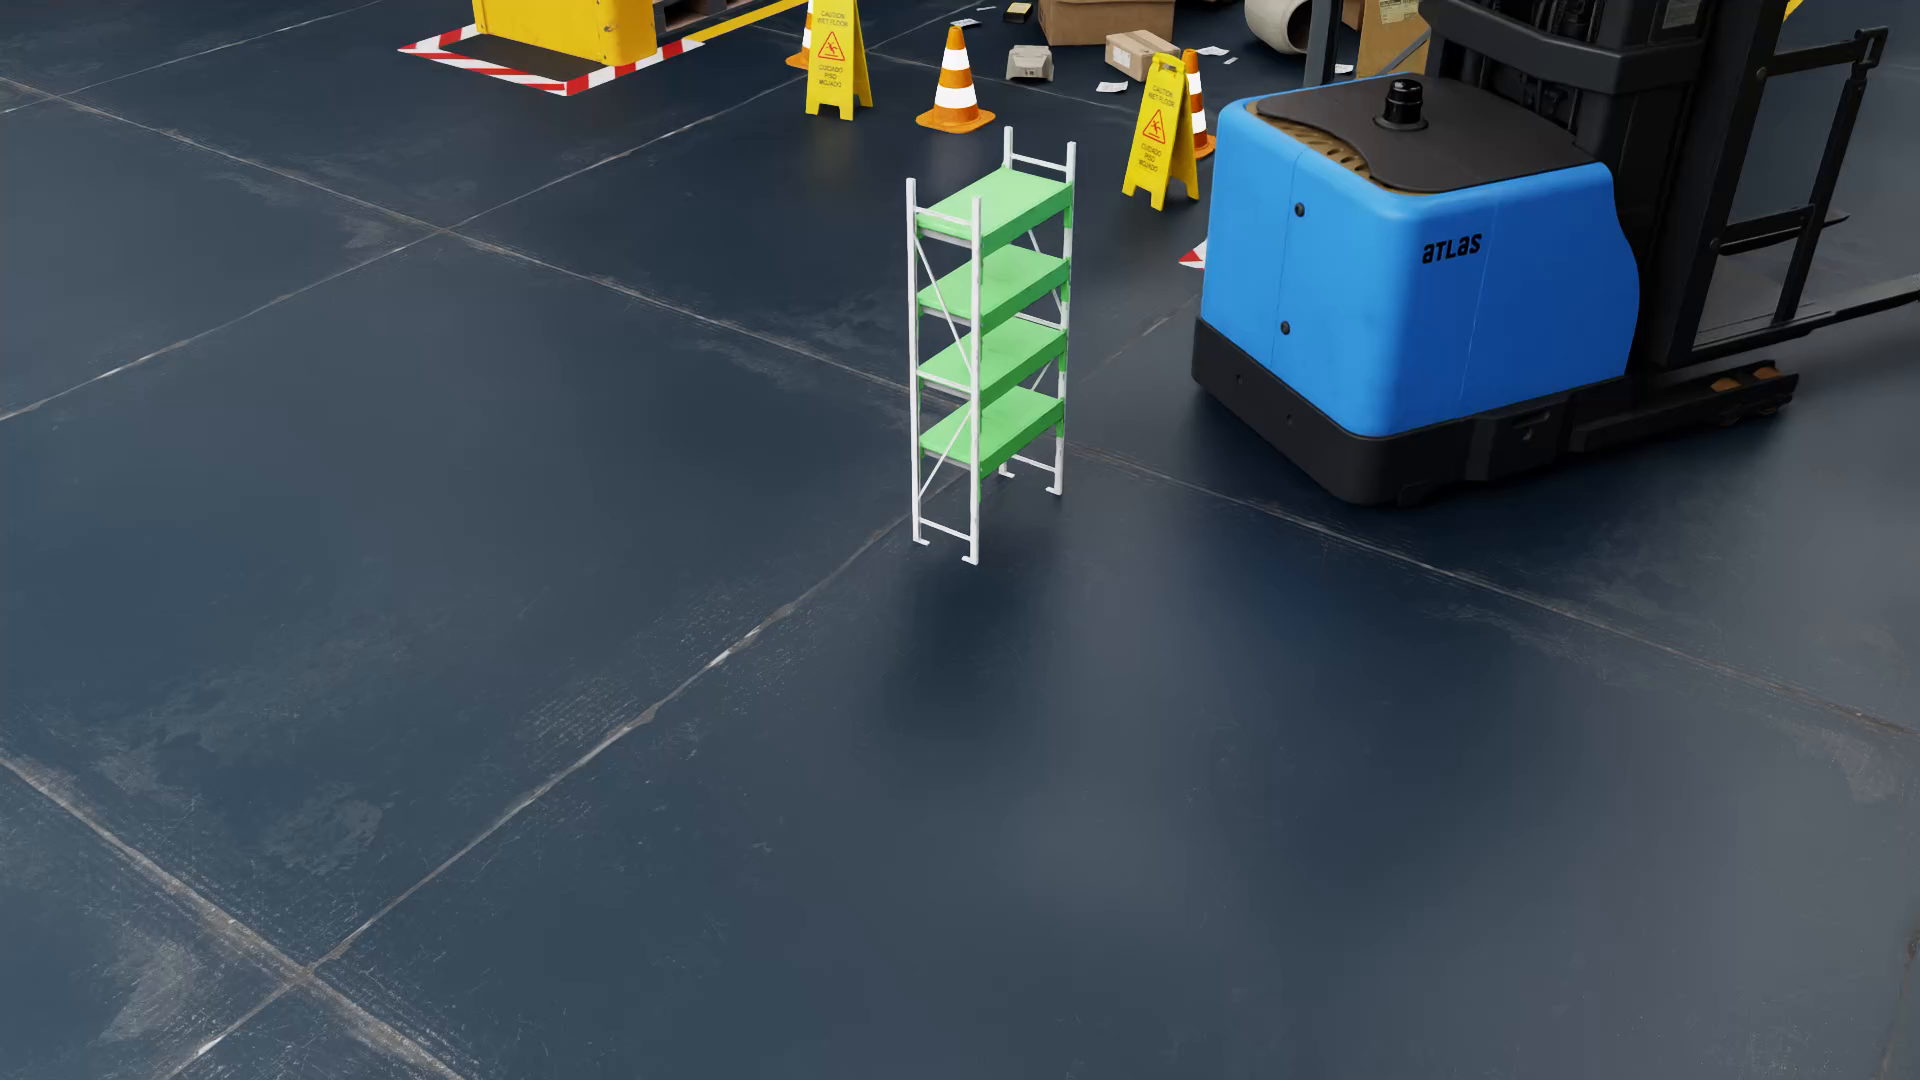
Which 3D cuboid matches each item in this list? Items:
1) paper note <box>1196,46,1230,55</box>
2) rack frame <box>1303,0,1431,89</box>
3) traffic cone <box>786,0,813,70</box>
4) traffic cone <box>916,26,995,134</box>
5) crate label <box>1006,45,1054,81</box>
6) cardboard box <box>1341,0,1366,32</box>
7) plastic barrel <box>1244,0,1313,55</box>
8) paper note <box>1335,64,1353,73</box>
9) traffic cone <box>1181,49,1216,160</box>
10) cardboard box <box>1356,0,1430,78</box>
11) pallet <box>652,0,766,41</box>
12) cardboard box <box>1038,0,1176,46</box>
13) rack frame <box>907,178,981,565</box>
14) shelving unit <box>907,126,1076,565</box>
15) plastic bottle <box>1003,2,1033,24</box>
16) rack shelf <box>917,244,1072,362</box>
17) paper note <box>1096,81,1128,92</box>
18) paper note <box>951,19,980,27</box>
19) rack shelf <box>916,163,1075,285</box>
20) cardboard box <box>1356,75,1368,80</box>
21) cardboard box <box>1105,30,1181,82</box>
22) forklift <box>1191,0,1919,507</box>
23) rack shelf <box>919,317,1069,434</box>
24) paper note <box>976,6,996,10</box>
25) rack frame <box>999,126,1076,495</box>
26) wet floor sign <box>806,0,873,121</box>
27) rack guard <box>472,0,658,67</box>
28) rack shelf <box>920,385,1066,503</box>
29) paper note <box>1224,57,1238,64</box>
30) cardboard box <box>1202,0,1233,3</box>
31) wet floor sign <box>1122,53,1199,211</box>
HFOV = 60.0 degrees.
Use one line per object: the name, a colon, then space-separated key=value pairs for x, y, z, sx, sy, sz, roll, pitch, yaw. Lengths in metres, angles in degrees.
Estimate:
paper note: x=1.410 y=-2.731 z=9.272 sx=0.142 sy=0.019 sz=0.148 roll=-22 pitch=40 yaw=-29
rack frame: x=1.899 y=-2.552 z=6.346 sx=1.000 sy=3.000 sz=0.127 roll=21 pitch=39 yaw=28
traffic cone: x=-0.756 y=-2.826 z=9.017 sx=0.336 sy=0.463 sz=0.334 roll=21 pitch=39 yaw=28
traffic cone: x=-0.021 y=-2.309 z=8.251 sx=0.336 sy=0.463 sz=0.334 roll=21 pitch=39 yaw=28
crate label: x=0.376 y=-2.556 z=8.907 sx=0.250 sy=0.136 sz=0.298 roll=3 pitch=34 yaw=4
cardboard box: x=2.451 y=-3.300 z=9.681 sx=0.500 sy=0.500 sz=0.500 roll=-9 pitch=35 yaw=-13
plastic barrel: x=1.833 y=-2.919 z=9.188 sx=0.421 sy=0.421 sz=0.512 roll=-9 pitch=35 yaw=-13
paper note: x=2.056 y=-2.564 z=9.014 sx=0.142 sy=0.019 sz=0.148 roll=8 pitch=35 yaw=12
traffic cone: x=1.084 y=-2.111 z=7.958 sx=0.336 sy=0.463 sz=0.334 roll=21 pitch=39 yaw=28
cardboard box: x=2.142 y=-2.349 z=7.457 sx=0.500 sy=0.500 sz=0.500 roll=22 pitch=40 yaw=28
pallet: x=-1.834 y=-3.324 z=9.977 sx=1.003 sy=0.211 sz=1.213 roll=21 pitch=39 yaw=28
cardboard box: x=0.821 y=-3.135 z=9.436 sx=0.797 sy=0.503 sz=0.637 roll=-3 pitch=34 yaw=-4
rack frame: x=-0.045 y=-0.461 z=4.860 sx=0.240 sy=1.200 sz=0.015 roll=21 pitch=39 yaw=28
shelving unit: x=0.094 y=-0.573 z=5.027 sx=0.258 sy=1.200 sz=0.503 roll=21 pitch=39 yaw=28
plastic bottle: x=0.350 y=-3.119 z=9.807 sx=0.133 sy=0.061 sz=0.283 roll=8 pitch=35 yaw=12
rack shelf: x=0.094 y=-0.719 z=4.928 sx=0.258 sy=0.148 sz=0.480 roll=21 pitch=39 yaw=28
paper note: x=0.803 y=-2.393 z=8.761 sx=0.148 sy=0.019 sz=0.142 roll=8 pitch=35 yaw=12
paper note: x=0.040 y=-3.016 z=9.684 sx=0.142 sy=0.017 sz=0.144 roll=-22 pitch=40 yaw=-29
rack shelf: x=0.094 y=-0.918 z=4.793 sx=0.258 sy=0.148 sz=0.480 roll=21 pitch=39 yaw=28
cardboard box: x=2.153 y=-2.056 z=7.692 sx=0.500 sy=0.250 sz=0.500 roll=21 pitch=39 yaw=28
cardboard box: x=0.986 y=-2.619 z=8.990 sx=0.250 sy=0.149 sz=0.380 roll=-15 pitch=37 yaw=-21
forklift: x=2.395 y=-1.868 z=5.396 sx=3.031 sy=2.935 sz=1.130 roll=-14 pitch=37 yaw=-20
rack shelf: x=0.094 y=-0.520 z=5.062 sx=0.258 sy=0.148 sz=0.480 roll=21 pitch=39 yaw=28
paper note: x=0.155 y=-3.178 z=9.940 sx=0.123 sy=0.001 sz=0.032 roll=-15 pitch=37 yaw=-21
rack frame: x=0.234 y=-0.685 z=5.193 sx=0.240 sy=1.200 sz=0.015 roll=21 pitch=39 yaw=28
wet floor sign: x=-0.615 y=-2.465 z=8.320 sx=0.267 sy=0.644 sz=0.232 roll=14 pitch=37 yaw=20
rack guard: x=-2.239 y=-3.040 z=9.299 sx=1.175 sy=0.500 sz=0.348 roll=21 pitch=39 yaw=28
rack shelf: x=0.094 y=-0.321 z=5.197 sx=0.258 sy=0.148 sz=0.480 roll=21 pitch=39 yaw=28
paper note: x=1.488 y=-2.632 z=9.134 sx=0.032 sy=0.001 sz=0.123 roll=21 pitch=39 yaw=28
cardboard box: x=1.347 y=-3.624 z=10.039 sx=0.797 sy=0.637 sz=0.503 roll=21 pitch=39 yaw=28
wet floor sign: x=0.912 y=-1.831 z=7.382 sx=0.232 sy=0.644 sz=0.267 roll=-22 pitch=40 yaw=-29
